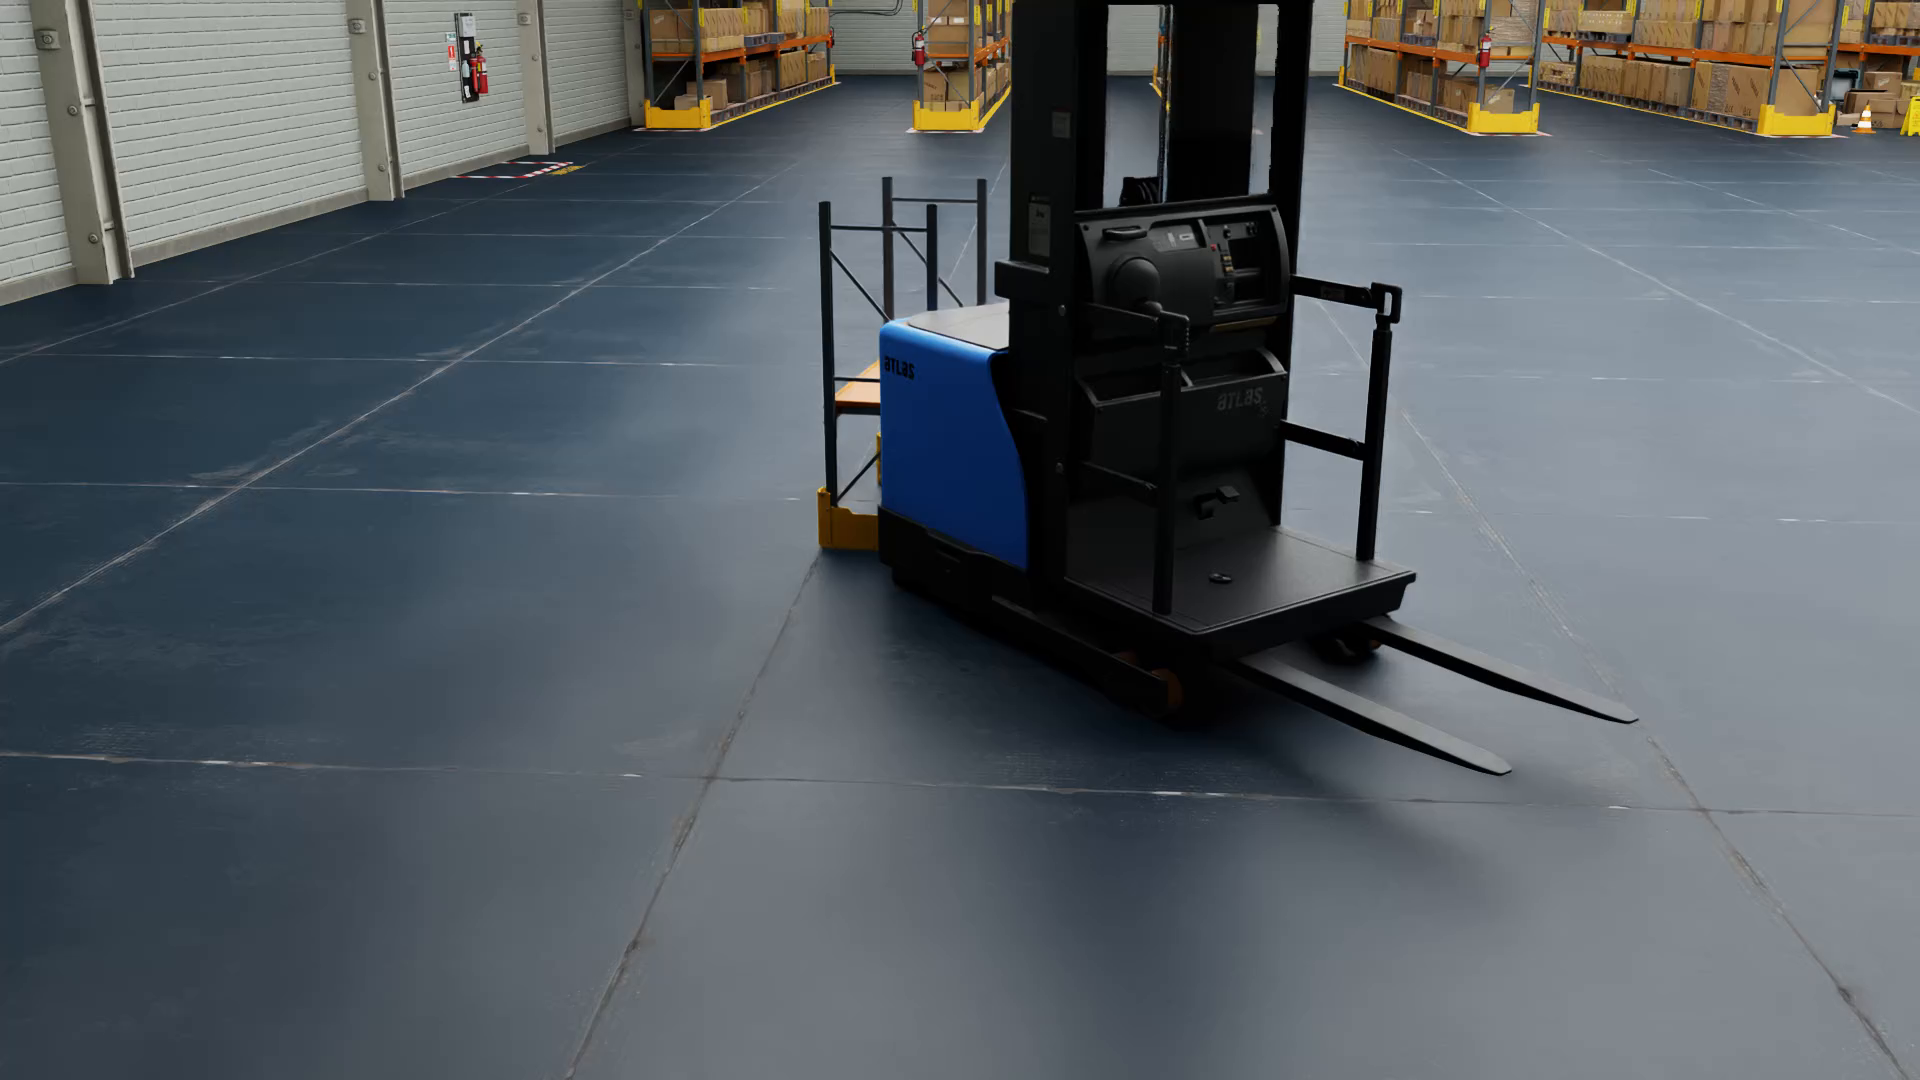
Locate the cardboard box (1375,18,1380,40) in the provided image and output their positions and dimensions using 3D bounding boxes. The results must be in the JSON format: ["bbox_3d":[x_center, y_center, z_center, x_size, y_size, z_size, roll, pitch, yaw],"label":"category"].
[{"bbox_3d":[10.174,-12.145,39.509,0.500,0.500,0.500,1,18,4],"label":"cardboard box"}]

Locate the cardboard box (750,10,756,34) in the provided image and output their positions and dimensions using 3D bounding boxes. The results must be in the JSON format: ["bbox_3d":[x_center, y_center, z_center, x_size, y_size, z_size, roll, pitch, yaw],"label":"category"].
[{"bbox_3d":[-4.770,-11.030,35.402,0.700,0.500,0.500,4,19,11],"label":"cardboard box"}]

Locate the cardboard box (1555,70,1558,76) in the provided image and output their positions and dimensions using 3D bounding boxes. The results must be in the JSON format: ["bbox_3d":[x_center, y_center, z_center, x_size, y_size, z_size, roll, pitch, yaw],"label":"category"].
[{"bbox_3d":[15.390,-11.911,42.384,0.380,0.149,0.250,2,18,7],"label":"cardboard box"}]

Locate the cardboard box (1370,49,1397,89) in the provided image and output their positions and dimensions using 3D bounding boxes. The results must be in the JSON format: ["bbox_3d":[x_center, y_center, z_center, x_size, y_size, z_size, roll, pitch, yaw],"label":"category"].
[{"bbox_3d":[10.402,-11.104,39.231,1.225,0.875,0.875,1,18,2],"label":"cardboard box"}]

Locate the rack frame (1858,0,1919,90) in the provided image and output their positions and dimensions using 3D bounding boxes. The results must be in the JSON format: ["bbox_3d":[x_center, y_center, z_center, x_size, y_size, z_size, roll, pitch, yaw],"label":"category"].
[{"bbox_3d":[20.089,-10.927,35.954,1.000,3.000,0.127,1,18,4],"label":"rack frame"}]

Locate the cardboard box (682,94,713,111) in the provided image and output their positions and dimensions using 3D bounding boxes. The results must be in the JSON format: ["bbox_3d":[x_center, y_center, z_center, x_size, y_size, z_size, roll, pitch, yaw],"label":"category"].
[{"bbox_3d":[-5.011,-8.317,31.599,0.500,0.311,0.500,3,18,8],"label":"cardboard box"}]

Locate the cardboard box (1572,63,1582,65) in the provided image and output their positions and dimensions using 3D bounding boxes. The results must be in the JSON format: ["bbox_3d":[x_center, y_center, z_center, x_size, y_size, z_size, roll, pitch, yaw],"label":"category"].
[{"bbox_3d":[15.791,-12.045,42.315,0.380,0.149,0.250,1,18,2],"label":"cardboard box"}]

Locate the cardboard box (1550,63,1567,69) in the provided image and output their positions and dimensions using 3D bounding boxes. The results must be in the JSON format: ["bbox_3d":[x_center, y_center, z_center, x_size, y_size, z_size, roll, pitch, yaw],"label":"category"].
[{"bbox_3d":[15.331,-12.135,42.588,0.380,0.149,0.250,2,18,6],"label":"cardboard box"}]

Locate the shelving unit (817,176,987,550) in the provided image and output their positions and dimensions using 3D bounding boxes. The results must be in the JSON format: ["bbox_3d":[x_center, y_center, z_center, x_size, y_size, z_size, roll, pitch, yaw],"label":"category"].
[{"bbox_3d":[-0.226,-0.831,7.550,0.587,1.500,1.083,4,19,12],"label":"shelving unit"}]

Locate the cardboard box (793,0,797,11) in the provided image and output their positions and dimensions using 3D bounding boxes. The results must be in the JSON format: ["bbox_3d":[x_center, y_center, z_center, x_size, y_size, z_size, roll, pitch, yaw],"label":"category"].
[{"bbox_3d":[-4.192,-12.809,39.824,0.500,0.250,0.500,2,18,5],"label":"cardboard box"}]

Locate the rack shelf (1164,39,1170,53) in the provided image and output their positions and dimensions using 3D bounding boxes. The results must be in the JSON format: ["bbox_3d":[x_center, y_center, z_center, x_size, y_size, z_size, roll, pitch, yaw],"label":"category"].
[{"bbox_3d":[5.408,-11.538,38.974,1.077,0.370,4.000,1,18,4],"label":"rack shelf"}]

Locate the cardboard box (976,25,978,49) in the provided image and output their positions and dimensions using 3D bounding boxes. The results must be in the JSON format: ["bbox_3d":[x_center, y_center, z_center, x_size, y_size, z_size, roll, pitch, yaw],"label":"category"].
[{"bbox_3d":[-0.020,-9.874,32.579,0.700,0.500,0.500,1,18,3],"label":"cardboard box"}]

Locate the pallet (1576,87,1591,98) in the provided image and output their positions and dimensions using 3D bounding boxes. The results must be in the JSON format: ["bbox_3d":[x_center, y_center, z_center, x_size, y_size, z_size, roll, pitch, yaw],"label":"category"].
[{"bbox_3d":[15.377,-10.682,39.683,1.003,0.211,1.213,1,18,4],"label":"pallet"}]

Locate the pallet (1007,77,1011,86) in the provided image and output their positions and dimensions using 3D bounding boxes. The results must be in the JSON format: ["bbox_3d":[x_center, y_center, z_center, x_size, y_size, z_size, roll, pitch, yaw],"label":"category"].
[{"bbox_3d":[0.836,-12.259,44.497,1.003,0.211,1.213,1,18,4],"label":"pallet"}]

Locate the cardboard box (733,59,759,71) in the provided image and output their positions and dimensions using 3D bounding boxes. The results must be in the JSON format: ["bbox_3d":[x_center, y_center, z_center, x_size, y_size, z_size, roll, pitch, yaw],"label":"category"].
[{"bbox_3d":[-4.720,-10.457,36.623,0.500,0.250,0.500,2,18,5],"label":"cardboard box"}]

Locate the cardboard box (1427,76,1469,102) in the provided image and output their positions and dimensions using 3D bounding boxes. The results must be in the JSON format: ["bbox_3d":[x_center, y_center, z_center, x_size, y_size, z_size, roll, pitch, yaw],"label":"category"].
[{"bbox_3d":[10.036,-9.265,34.190,0.700,0.500,0.500,1,18,4],"label":"cardboard box"}]

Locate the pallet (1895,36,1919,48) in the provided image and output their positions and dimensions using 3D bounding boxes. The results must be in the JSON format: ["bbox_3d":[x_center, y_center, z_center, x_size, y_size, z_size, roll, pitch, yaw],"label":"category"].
[{"bbox_3d":[19.988,-10.220,34.105,1.003,0.211,1.213,1,18,4],"label":"pallet"}]

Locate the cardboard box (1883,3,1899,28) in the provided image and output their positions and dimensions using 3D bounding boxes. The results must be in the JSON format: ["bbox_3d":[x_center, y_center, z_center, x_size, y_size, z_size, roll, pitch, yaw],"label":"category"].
[{"bbox_3d":[19.796,-11.019,34.922,0.500,0.500,0.500,2,18,7],"label":"cardboard box"}]

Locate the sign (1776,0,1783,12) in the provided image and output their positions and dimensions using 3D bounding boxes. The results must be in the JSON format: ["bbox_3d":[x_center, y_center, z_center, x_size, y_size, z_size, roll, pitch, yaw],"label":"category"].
[{"bbox_3d":[14.031,-9.201,28.446,0.100,0.325,0.005,1,18,4],"label":"sign"}]

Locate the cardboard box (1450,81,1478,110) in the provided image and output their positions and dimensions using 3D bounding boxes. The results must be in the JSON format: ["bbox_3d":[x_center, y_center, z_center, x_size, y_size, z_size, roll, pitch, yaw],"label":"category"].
[{"bbox_3d":[9.816,-8.616,32.242,0.500,0.500,0.500,7,20,21],"label":"cardboard box"}]

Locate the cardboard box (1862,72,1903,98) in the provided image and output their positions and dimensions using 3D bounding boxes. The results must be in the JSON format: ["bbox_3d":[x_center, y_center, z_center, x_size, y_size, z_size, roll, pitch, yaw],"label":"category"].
[{"bbox_3d":[18.025,-8.887,32.527,0.500,0.500,0.500,1,18,4],"label":"cardboard box"}]

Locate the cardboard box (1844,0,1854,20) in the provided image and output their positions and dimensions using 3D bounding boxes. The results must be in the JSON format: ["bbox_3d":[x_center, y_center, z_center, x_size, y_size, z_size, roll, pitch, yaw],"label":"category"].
[{"bbox_3d":[19.894,-11.776,36.778,0.500,0.500,0.500,2,18,5],"label":"cardboard box"}]

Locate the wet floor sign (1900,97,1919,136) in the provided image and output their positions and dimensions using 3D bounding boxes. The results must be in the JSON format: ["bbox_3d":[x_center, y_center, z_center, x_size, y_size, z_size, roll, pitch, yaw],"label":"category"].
[{"bbox_3d":[16.544,-7.350,28.817,0.267,0.644,0.232,-2,18,-6],"label":"wet floor sign"}]

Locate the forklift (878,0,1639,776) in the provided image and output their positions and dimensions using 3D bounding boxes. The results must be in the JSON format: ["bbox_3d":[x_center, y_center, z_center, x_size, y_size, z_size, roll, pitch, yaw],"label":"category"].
[{"bbox_3d":[0.920,-0.964,5.659,1.130,2.935,3.031,-12,22,-33],"label":"forklift"}]

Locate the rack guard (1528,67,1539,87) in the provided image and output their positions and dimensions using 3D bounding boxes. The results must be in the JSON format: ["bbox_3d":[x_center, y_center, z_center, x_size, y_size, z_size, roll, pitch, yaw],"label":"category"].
[{"bbox_3d":[15.712,-12.280,44.095,1.175,0.500,0.348,1,18,4],"label":"rack guard"}]

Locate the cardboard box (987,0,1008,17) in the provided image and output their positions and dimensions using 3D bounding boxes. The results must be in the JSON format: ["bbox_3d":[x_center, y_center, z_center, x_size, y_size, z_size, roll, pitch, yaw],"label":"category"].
[{"bbox_3d":[0.925,-13.276,41.355,0.500,0.500,0.500,2,18,5],"label":"cardboard box"}]

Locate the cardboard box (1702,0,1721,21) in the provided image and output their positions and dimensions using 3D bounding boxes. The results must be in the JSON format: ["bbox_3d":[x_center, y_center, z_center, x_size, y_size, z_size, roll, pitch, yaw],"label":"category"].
[{"bbox_3d":[14.797,-10.235,31.865,0.875,0.550,0.550,1,18,4],"label":"cardboard box"}]

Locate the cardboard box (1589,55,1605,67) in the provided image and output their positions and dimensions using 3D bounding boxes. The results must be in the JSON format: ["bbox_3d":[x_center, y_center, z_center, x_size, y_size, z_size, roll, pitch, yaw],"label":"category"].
[{"bbox_3d":[15.079,-11.228,39.007,0.500,0.250,0.500,2,18,5],"label":"cardboard box"}]

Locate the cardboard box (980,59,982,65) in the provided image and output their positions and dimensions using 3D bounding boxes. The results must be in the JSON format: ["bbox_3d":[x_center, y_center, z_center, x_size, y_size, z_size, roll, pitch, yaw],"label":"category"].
[{"bbox_3d":[0.261,-11.535,39.913,0.500,0.250,0.500,1,18,4],"label":"cardboard box"}]

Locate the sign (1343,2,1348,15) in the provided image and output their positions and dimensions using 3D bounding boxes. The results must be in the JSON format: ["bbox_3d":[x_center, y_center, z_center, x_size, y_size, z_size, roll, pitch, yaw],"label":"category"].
[{"bbox_3d":[10.225,-14.096,44.108,0.100,0.325,0.005,1,18,4],"label":"sign"}]

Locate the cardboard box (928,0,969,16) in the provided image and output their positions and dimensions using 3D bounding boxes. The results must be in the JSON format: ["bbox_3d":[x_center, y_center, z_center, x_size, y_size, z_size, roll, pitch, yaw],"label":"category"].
[{"bbox_3d":[-0.200,-9.711,29.999,0.700,0.500,0.500,1,18,4],"label":"cardboard box"}]

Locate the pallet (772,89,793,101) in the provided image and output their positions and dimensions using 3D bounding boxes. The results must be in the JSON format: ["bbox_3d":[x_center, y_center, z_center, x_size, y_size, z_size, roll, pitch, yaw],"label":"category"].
[{"bbox_3d":[-4.486,-10.398,38.818,1.003,0.211,1.213,1,18,4],"label":"pallet"}]

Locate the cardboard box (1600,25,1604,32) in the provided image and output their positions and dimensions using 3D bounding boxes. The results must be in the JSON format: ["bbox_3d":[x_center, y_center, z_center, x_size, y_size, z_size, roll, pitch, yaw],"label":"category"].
[{"bbox_3d":[14.819,-11.648,37.884,0.380,0.149,0.250,2,18,6],"label":"cardboard box"}]

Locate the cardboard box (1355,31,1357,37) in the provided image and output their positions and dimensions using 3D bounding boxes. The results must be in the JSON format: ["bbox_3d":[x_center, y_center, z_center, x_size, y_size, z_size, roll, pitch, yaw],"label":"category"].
[{"bbox_3d":[10.314,-12.933,42.479,0.380,0.149,0.250,1,18,3],"label":"cardboard box"}]

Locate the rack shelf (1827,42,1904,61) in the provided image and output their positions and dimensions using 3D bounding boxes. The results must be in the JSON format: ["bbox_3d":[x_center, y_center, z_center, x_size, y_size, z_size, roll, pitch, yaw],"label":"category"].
[{"bbox_3d":[20.232,-11.207,37.962,1.077,0.370,4.000,1,18,4],"label":"rack shelf"}]

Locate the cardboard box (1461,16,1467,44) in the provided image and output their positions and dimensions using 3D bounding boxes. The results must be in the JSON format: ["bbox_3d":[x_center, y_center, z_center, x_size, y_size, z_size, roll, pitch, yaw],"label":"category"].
[{"bbox_3d":[9.693,-9.335,30.457,0.875,0.500,0.500,1,18,4],"label":"cardboard box"}]

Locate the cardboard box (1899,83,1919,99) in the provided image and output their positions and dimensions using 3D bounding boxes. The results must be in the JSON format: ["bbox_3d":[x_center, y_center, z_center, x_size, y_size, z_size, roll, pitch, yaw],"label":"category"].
[{"bbox_3d":[19.934,-9.238,34.345,0.950,0.372,0.625,2,18,6],"label":"cardboard box"}]

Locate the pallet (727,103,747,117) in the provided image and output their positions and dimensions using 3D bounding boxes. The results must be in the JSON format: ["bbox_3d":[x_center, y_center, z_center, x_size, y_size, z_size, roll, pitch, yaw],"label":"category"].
[{"bbox_3d":[-4.917,-8.703,33.645,1.003,0.211,1.213,1,18,4],"label":"pallet"}]

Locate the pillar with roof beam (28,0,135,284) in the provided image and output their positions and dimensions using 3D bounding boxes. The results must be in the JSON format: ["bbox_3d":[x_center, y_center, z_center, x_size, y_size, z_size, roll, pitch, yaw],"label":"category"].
[{"bbox_3d":[-3.000,-6.397,12.493,9.100,9.000,0.400,1,18,4],"label":"pillar with roof beam"}]

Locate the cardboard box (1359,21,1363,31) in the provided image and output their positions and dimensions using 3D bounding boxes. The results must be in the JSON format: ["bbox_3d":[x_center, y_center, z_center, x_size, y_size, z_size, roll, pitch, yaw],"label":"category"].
[{"bbox_3d":[10.332,-12.923,41.808,0.500,0.250,0.500,2,18,5],"label":"cardboard box"}]

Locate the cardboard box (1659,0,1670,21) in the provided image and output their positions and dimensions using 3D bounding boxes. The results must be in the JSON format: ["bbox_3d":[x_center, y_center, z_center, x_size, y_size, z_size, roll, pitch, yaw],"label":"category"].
[{"bbox_3d":[15.033,-11.073,34.634,0.700,0.500,0.500,1,18,3],"label":"cardboard box"}]

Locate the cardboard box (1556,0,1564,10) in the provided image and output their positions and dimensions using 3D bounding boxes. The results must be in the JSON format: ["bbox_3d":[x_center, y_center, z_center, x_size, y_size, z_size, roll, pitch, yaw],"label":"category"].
[{"bbox_3d":[15.299,-13.545,41.700,0.500,0.500,0.500,1,18,2],"label":"cardboard box"}]

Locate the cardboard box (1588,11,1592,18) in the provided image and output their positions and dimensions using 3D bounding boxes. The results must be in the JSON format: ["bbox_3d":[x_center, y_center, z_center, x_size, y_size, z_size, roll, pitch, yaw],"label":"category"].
[{"bbox_3d":[14.889,-12.256,38.782,0.380,0.149,0.250,1,18,3],"label":"cardboard box"}]

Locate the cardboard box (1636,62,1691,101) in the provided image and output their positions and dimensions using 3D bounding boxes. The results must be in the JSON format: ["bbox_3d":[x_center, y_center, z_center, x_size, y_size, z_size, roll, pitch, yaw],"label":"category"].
[{"bbox_3d":[14.952,-9.678,35.080,1.050,0.750,0.750,2,18,5],"label":"cardboard box"}]

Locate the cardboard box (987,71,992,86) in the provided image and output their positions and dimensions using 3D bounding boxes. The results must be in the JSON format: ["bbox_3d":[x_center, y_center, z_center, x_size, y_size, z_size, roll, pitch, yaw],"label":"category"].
[{"bbox_3d":[0.424,-9.888,35.624,0.500,0.311,0.500,2,18,5],"label":"cardboard box"}]

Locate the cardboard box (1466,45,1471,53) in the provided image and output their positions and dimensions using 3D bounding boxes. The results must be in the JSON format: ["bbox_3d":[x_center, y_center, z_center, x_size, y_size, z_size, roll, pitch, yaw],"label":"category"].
[{"bbox_3d":[9.519,-9.026,30.556,0.380,0.149,0.250,1,18,4],"label":"cardboard box"}]

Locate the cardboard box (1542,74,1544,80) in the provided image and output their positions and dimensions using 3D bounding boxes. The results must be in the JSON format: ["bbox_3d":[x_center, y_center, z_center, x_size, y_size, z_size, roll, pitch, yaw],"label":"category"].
[{"bbox_3d":[15.424,-12.097,43.428,0.380,0.149,0.250,1,18,4],"label":"cardboard box"}]

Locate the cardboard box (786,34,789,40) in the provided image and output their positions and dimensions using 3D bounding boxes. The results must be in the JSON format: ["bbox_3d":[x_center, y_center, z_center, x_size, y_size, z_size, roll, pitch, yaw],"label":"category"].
[{"bbox_3d":[-4.264,-11.944,39.428,0.380,0.149,0.250,1,18,4],"label":"cardboard box"}]

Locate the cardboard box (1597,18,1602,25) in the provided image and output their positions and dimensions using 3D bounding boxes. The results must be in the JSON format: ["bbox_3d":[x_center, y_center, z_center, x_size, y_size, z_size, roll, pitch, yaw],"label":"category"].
[{"bbox_3d":[14.834,-11.872,38.090,0.380,0.149,0.250,1,18,3],"label":"cardboard box"}]

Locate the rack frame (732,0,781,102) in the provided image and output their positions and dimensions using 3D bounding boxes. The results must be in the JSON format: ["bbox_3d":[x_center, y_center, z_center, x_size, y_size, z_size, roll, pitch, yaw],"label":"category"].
[{"bbox_3d":[-4.617,-11.480,37.642,1.000,3.000,0.127,1,18,4],"label":"rack frame"}]
